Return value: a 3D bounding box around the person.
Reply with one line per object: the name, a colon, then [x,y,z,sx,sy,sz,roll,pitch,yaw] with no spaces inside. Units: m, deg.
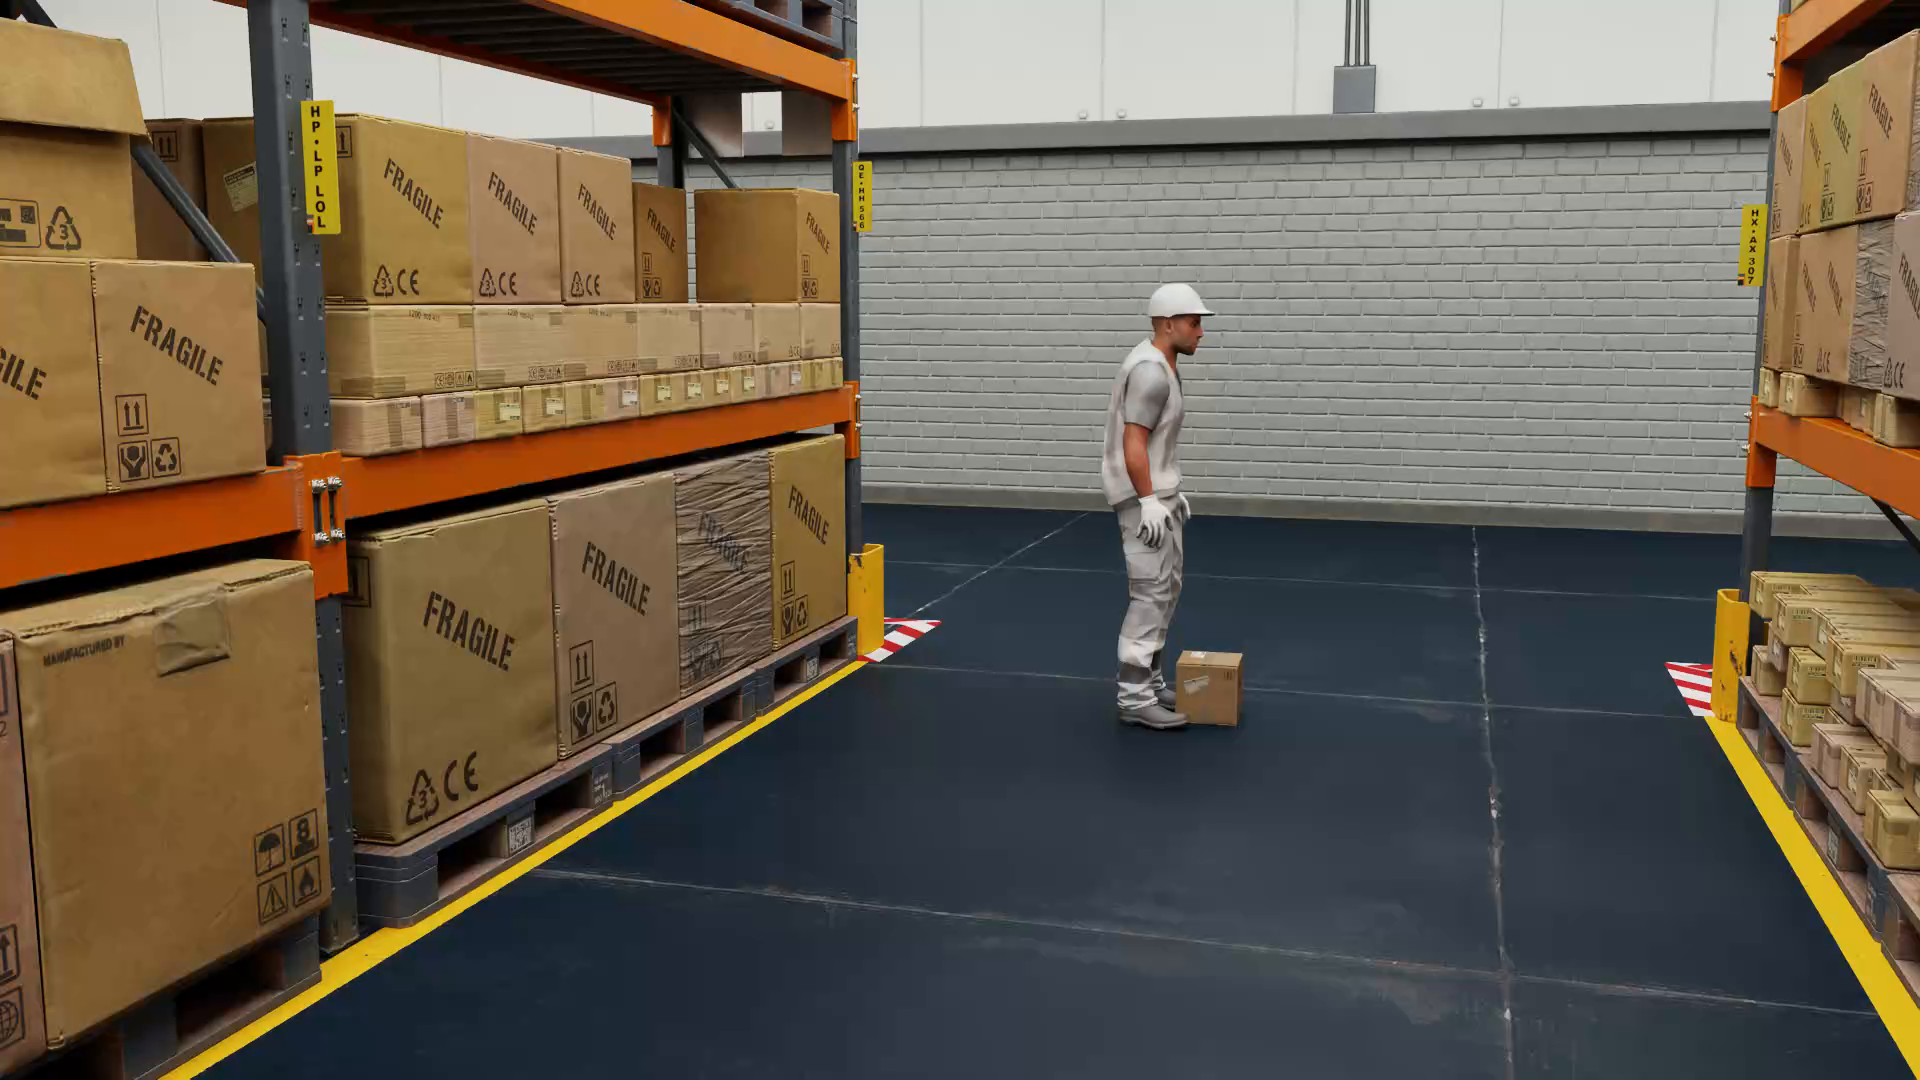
person: [0.810,-0.151,6.822,0.448,1.780,0.608,2,9,16]
